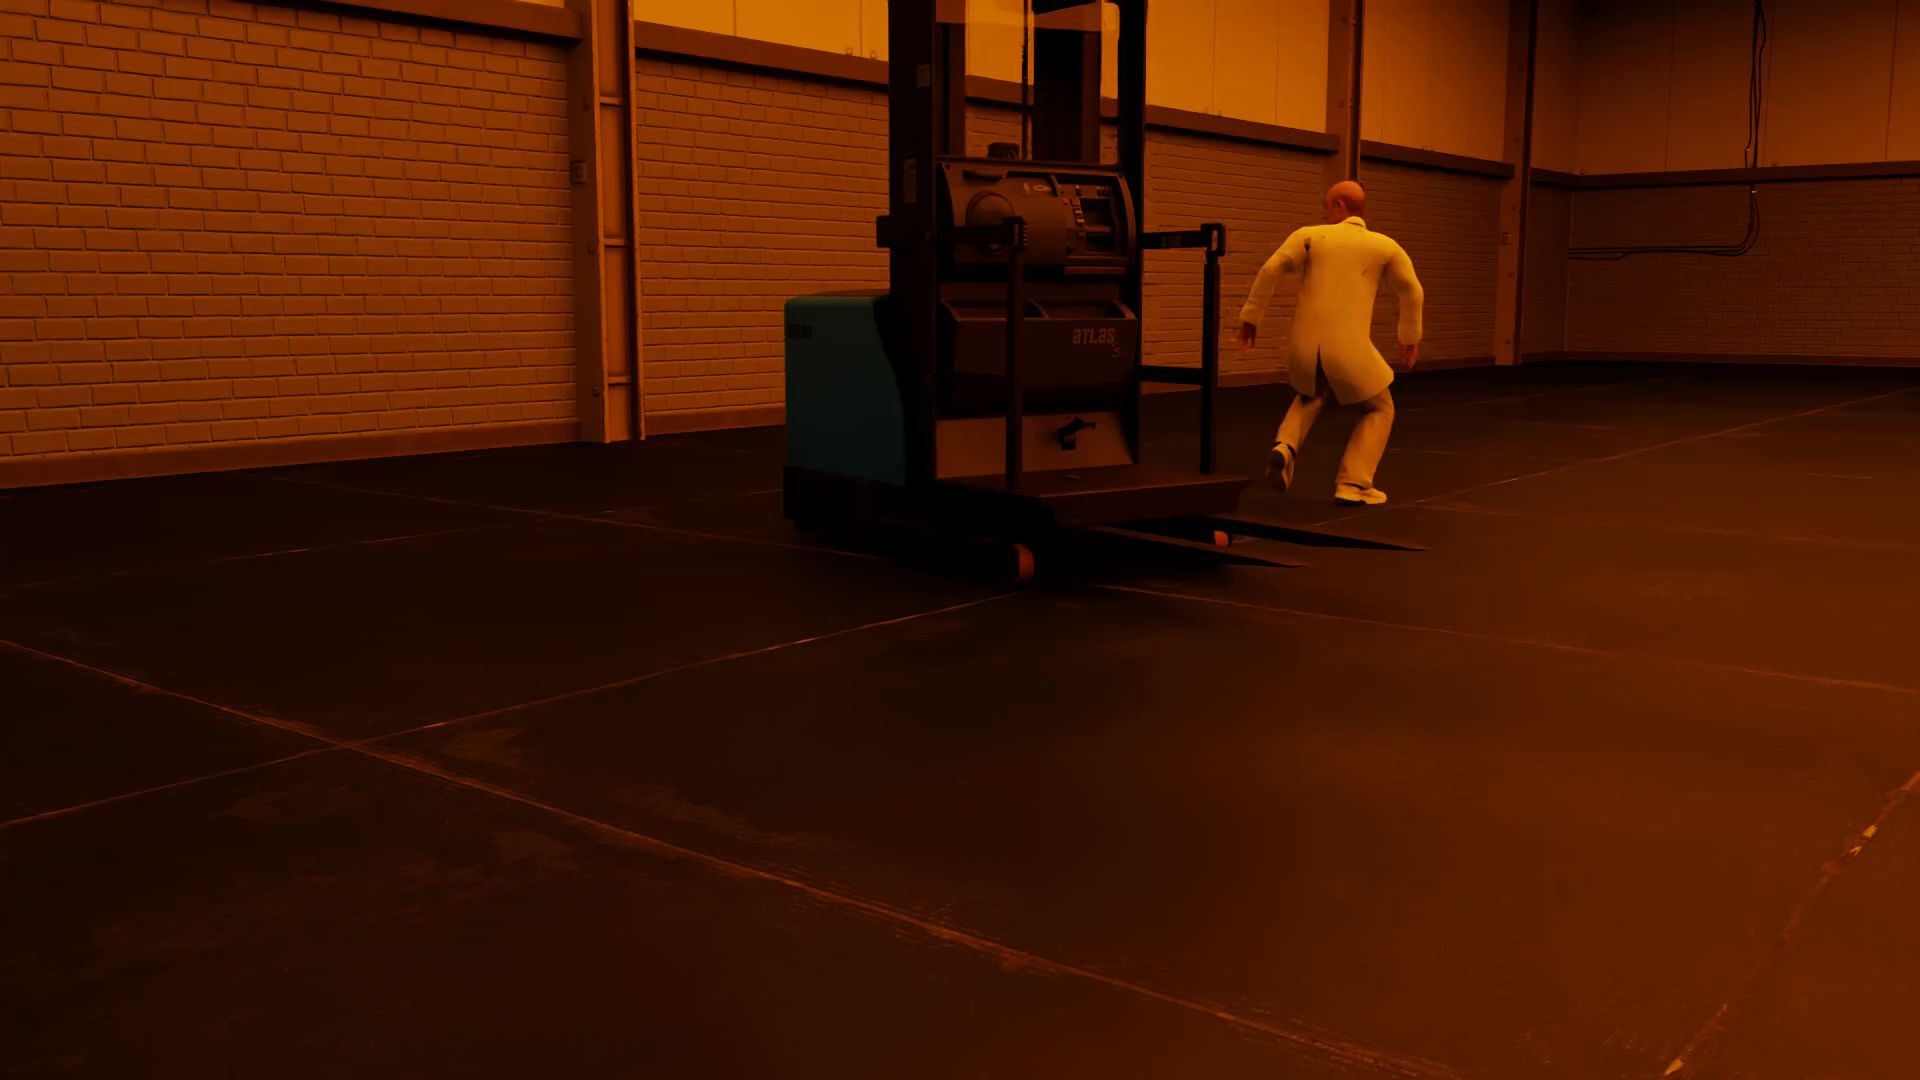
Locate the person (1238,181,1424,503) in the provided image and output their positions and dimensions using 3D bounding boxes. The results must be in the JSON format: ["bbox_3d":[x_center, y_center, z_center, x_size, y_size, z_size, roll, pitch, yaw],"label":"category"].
[{"bbox_3d":[1.968,-1.028,8.732,0.868,1.678,0.624,5,10,31],"label":"person"}]

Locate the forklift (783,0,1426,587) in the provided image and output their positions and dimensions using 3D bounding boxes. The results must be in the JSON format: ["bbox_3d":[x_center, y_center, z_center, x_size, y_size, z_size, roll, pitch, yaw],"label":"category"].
[{"bbox_3d":[0.450,-1.354,6.536,1.130,2.935,3.031,-6,10,-35],"label":"forklift"}]
